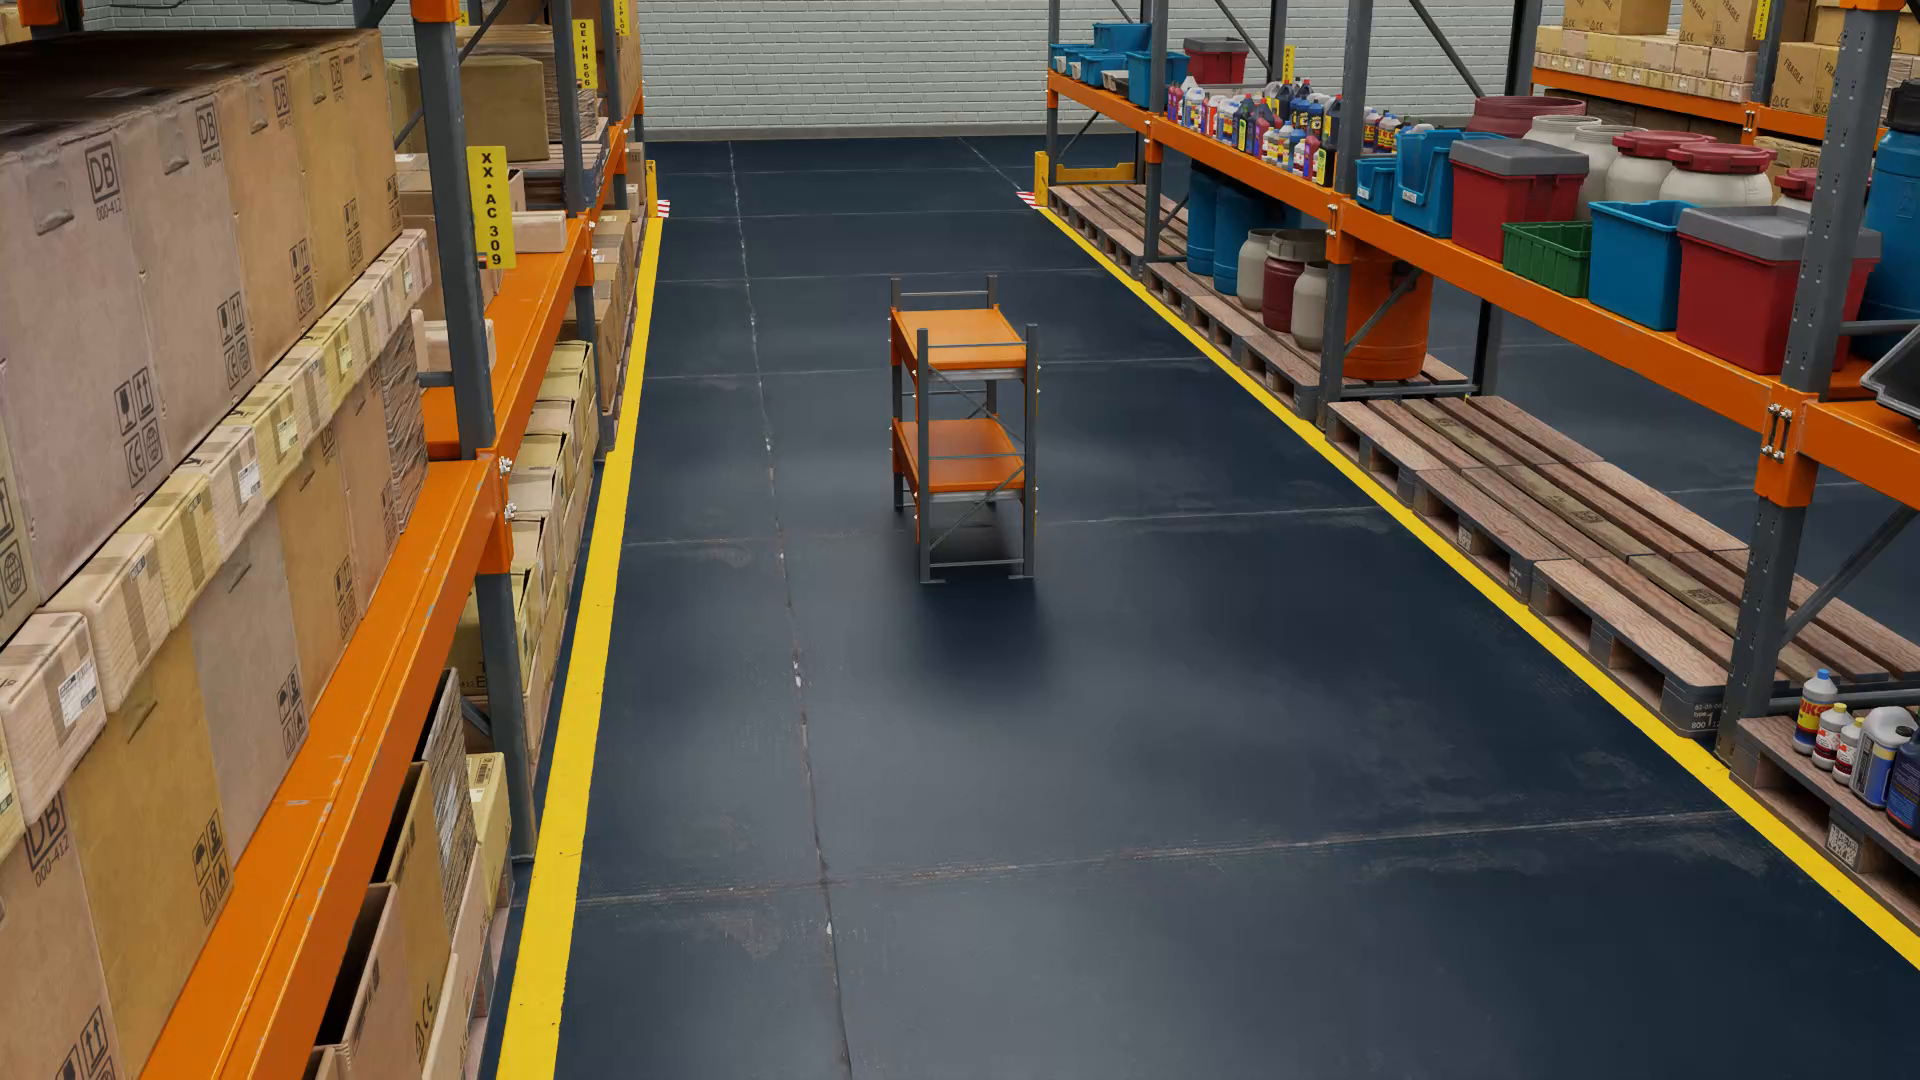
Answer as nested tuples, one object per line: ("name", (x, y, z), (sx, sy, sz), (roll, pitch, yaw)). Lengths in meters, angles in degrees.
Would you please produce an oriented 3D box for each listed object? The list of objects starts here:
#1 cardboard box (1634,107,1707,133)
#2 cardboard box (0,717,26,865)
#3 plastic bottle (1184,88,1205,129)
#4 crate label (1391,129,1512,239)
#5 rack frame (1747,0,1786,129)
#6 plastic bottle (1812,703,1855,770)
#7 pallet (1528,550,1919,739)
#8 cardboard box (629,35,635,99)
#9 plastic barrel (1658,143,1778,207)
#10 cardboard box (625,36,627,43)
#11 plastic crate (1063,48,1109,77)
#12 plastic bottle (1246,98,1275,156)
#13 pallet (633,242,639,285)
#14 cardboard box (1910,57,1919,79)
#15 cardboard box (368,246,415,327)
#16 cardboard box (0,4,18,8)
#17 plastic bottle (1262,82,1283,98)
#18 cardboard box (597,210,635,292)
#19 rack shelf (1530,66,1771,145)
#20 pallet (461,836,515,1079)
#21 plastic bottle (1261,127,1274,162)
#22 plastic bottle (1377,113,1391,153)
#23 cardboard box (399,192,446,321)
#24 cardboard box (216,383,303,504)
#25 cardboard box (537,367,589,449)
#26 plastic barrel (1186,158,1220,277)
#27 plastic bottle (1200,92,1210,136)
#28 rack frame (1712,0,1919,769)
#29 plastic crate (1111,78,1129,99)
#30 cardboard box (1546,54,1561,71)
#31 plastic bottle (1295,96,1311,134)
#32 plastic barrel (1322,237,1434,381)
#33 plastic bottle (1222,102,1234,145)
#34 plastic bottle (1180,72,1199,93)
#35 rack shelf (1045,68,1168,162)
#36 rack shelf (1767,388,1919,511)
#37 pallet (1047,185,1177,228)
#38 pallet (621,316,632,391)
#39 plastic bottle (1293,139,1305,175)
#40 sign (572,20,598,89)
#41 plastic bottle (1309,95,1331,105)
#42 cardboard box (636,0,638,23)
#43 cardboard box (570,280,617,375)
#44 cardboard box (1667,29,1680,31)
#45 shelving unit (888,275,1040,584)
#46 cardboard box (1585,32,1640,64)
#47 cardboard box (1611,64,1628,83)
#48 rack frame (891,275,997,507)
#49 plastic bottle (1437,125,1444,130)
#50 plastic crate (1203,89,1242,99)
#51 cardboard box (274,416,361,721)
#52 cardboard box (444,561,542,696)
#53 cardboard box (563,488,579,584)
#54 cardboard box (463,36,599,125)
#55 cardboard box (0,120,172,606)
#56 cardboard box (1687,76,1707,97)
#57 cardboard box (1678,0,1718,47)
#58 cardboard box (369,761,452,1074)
("cardboard box", (6.699, -3.432, 15.055), (0.875, 0.875, 0.875), (-3, 21, -8))
("cardboard box", (-1.147, 0.291, 1.579), (0.380, 0.149, 0.250), (-3, 21, -8))
("plastic bottle", (1.686, -3.073, 11.833), (0.152, 0.276, 0.135), (-3, 21, -8))
("crate label", (2.396, -1.711, 7.959), (0.502, 0.435, 0.616), (-3, 21, -8))
("rack frame", (6.845, -3.687, 13.300), (1.000, 3.000, 0.127), (-3, 21, -8))
("plastic bottle", (2.724, 0.605, 5.179), (0.097, 0.201, 0.097), (0, 20, 0))
("pallet", (2.945, 0.369, 6.426), (1.003, 0.211, 1.213), (-3, 21, -8))
("cardboard box", (-2.984, -3.952, 13.867), (0.500, 0.500, 0.500), (-3, 21, -9))
("plastic barrel", (3.070, -1.327, 6.788), (0.433, 0.535, 0.433), (0, 20, 0))
("cardboard box", (-2.823, -4.060, 12.726), (0.500, 0.500, 0.500), (-4, 21, -9))
("plastic crate", (1.172, -4.442, 15.474), (0.416, 0.233, 0.300), (-3, 21, -8))
("plastic bottle", (1.893, -2.600, 10.462), (0.144, 0.351, 0.185), (-3, 21, -8))
("pallet", (-3.056, -2.120, 13.090), (1.003, 0.211, 1.213), (-3, 21, -8))
("cardboard box", (6.889, -3.036, 11.414), (0.500, 0.500, 0.500), (-3, 21, -7))
("cardboard box", (-1.520, -0.600, 3.966), (0.380, 0.149, 0.250), (-3, 21, -9))
("cardboard box", (-8.353, -4.287, 14.478), (0.980, 0.700, 0.700), (-2, 21, -5))
("plastic bottle", (2.320, -3.259, 12.331), (0.152, 0.276, 0.135), (-3, 21, -8))
("cardboard box", (-2.604, -2.067, 11.907), (0.500, 0.500, 0.500), (-3, 21, -8))
("rack shelf", (6.557, -4.042, 15.280), (1.077, 0.370, 4.000), (-3, 21, -8))
("pallet", (-1.732, 1.165, 4.295), (1.003, 0.211, 1.213), (-3, 21, -8))
("plastic bottle", (1.910, -2.434, 10.230), (0.097, 0.201, 0.097), (0, 20, 0))
("plastic bottle", (2.655, -2.519, 10.358), (0.097, 0.271, 0.097), (0, 20, 0))
("cardboard box", (-1.976, -0.915, 5.735), (0.500, 0.500, 0.500), (-1, 21, -4))
("cardboard box", (-1.331, -0.154, 2.772), (0.380, 0.149, 0.250), (-2, 21, -6))
("cardboard box", (-1.981, -0.626, 7.634), (0.500, 0.311, 0.500), (-3, 21, -9))
("plastic barrel", (2.005, -2.461, 12.418), (0.600, 0.901, 0.708), (-3, 21, -8))
("plastic bottle", (1.702, -2.926, 11.431), (0.061, 0.283, 0.133), (-3, 21, -8))
("rack frame", (3.097, -0.667, 5.215), (1.000, 3.000, 0.127), (-3, 21, -8))
("plastic crate", (1.517, -3.710, 13.670), (0.437, 0.125, 0.590), (-3, 21, -8))
("cardboard box", (6.031, -4.726, 16.441), (0.380, 0.149, 0.250), (-3, 21, -9))
("plastic bottle", (2.344, -2.896, 11.367), (0.097, 0.271, 0.097), (0, 20, 0))
("plastic barrel", (2.433, -1.401, 9.681), (0.600, 0.830, 0.708), (-3, 21, -8))
("plastic bottle", (1.790, -2.755, 10.989), (0.097, 0.271, 0.097), (0, 20, 0))
("plastic bottle", (1.680, -3.262, 12.232), (0.144, 0.351, 0.185), (-3, 21, -8))
("rack shelf", (1.655, -3.792, 14.611), (1.077, 0.370, 4.000), (-3, 21, -8))
("rack shelf", (3.385, 0.362, 3.487), (1.077, 0.370, 4.000), (-3, 21, -8))
("pallet", (1.448, -3.228, 16.057), (1.003, 0.211, 1.213), (-3, 21, -8))
("pallet", (-2.625, -1.179, 10.571), (1.003, 0.211, 1.213), (-3, 21, -8))
("plastic bottle", (1.994, -2.232, 9.689), (0.097, 0.201, 0.097), (0, 20, 0))
("sign", (-1.833, -2.375, 8.133), (0.100, 0.325, 0.005), (-3, 21, -8))
("plastic bottle", (2.465, -2.911, 11.400), (0.152, 0.276, 0.135), (-3, 21, -8))
("cardboard box", (-3.199, -4.948, 15.106), (0.500, 0.500, 0.500), (-3, 21, -8))
("cardboard box", (-2.246, -1.192, 9.563), (0.500, 0.500, 0.500), (-4, 21, -10))
("cardboard box", (6.673, -4.811, 16.099), (0.500, 0.250, 0.500), (-3, 21, -9))
("shelving unit", (-0.001, -0.529, 7.526), (0.538, 1.125, 1.048), (-3, 21, -8))
("cardboard box", (6.221, -4.607, 15.554), (0.500, 0.250, 0.500), (-4, 21, -10))
("cardboard box", (6.216, -4.282, 15.253), (0.380, 0.149, 0.250), (-3, 21, -9))
("rack frame", (-0.074, -0.705, 7.997), (0.500, 1.125, 0.032), (-3, 21, -8))
("plastic bottle", (2.776, -2.280, 9.699), (0.061, 0.283, 0.133), (-3, 21, -8))
("plastic crate", (2.018, -3.510, 13.118), (0.396, 0.136, 0.243), (-3, 21, -8))
("cardboard box", (-1.584, 0.044, 3.168), (0.700, 0.500, 0.500), (-3, 21, -7))
("cardboard box", (-1.618, 0.254, 5.276), (0.500, 0.311, 0.500), (-3, 21, -8))
("cardboard box", (-1.840, -0.012, 6.790), (0.500, 0.250, 0.500), (-3, 21, -7))
("cardboard box", (-2.643, -2.823, 10.245), (0.700, 0.500, 0.500), (-8, 22, -21))
("cardboard box", (-1.446, -0.225, 2.035), (0.700, 0.500, 0.500), (-3, 21, -8))
("cardboard box", (6.403, -3.836, 14.059), (0.380, 0.149, 0.250), (-3, 21, -9))
("cardboard box", (6.446, -4.427, 13.998), (0.500, 0.500, 0.500), (-3, 21, -7))
("cardboard box", (-1.386, 0.818, 3.498), (0.500, 0.500, 0.500), (-3, 21, -8))
